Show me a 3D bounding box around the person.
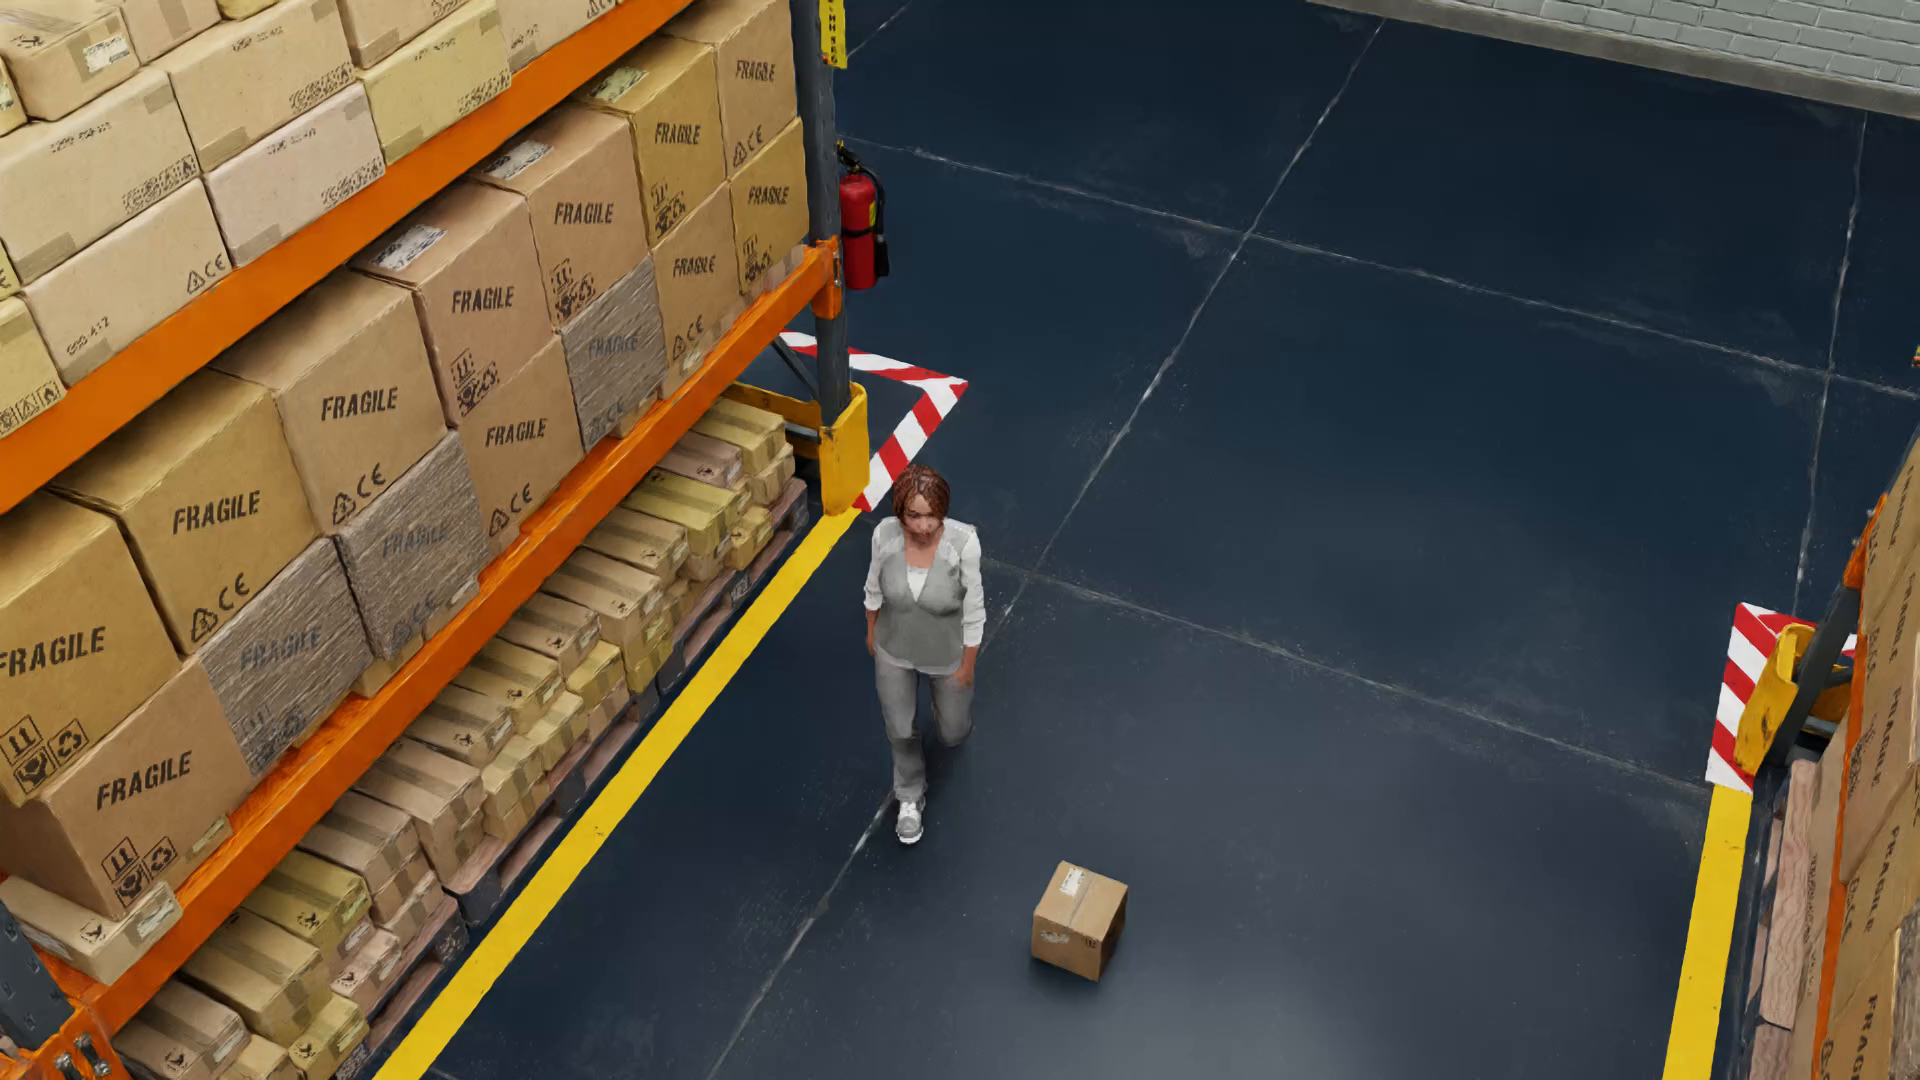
[{"bbox_3d":[-0.116,0.344,5.796,0.440,1.559,0.667,7,43,7],"label":"person"}]
